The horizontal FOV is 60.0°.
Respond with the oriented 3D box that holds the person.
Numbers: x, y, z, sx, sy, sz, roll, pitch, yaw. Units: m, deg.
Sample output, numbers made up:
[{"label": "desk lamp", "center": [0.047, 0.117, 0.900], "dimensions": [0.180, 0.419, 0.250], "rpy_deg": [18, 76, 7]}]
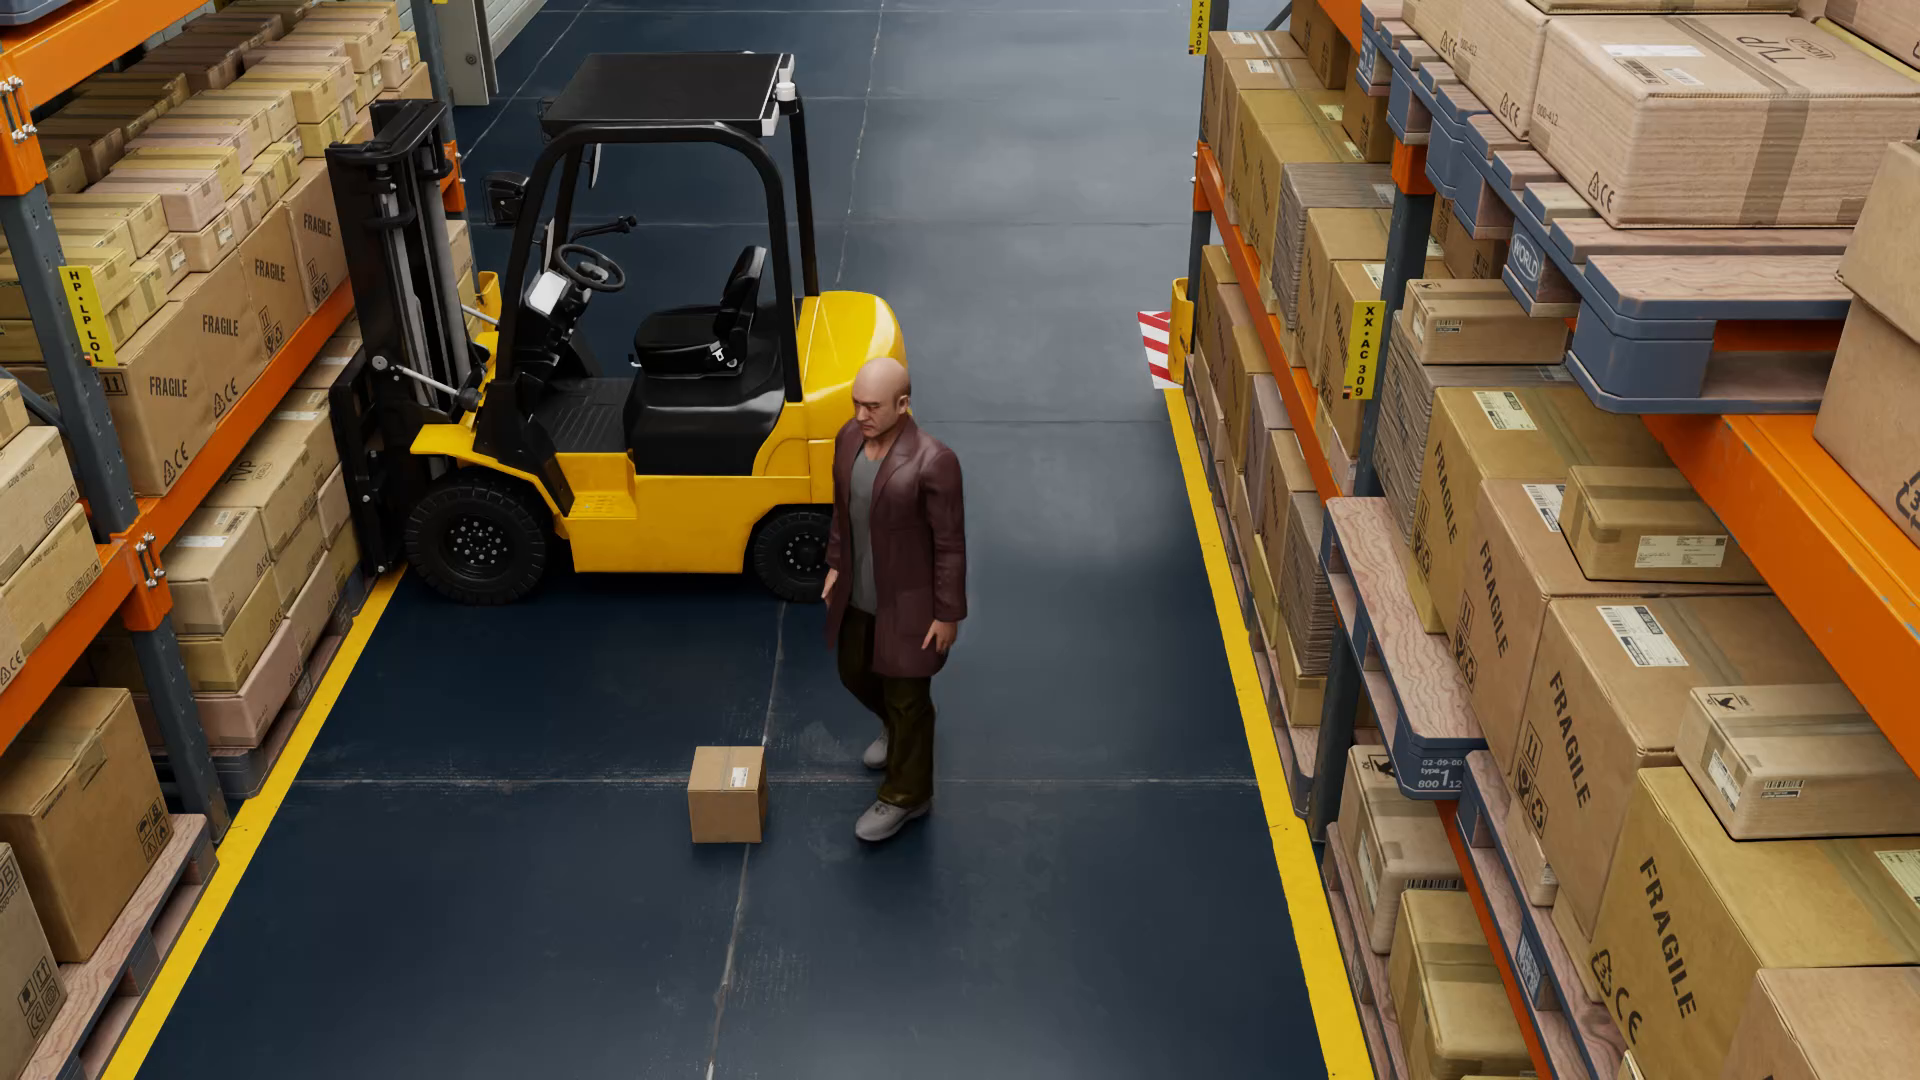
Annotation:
[{"label": "person", "center": [-0.230, 0.181, 5.841], "dimensions": [0.642, 1.777, 0.705], "rpy_deg": [23, 38, 33]}]
